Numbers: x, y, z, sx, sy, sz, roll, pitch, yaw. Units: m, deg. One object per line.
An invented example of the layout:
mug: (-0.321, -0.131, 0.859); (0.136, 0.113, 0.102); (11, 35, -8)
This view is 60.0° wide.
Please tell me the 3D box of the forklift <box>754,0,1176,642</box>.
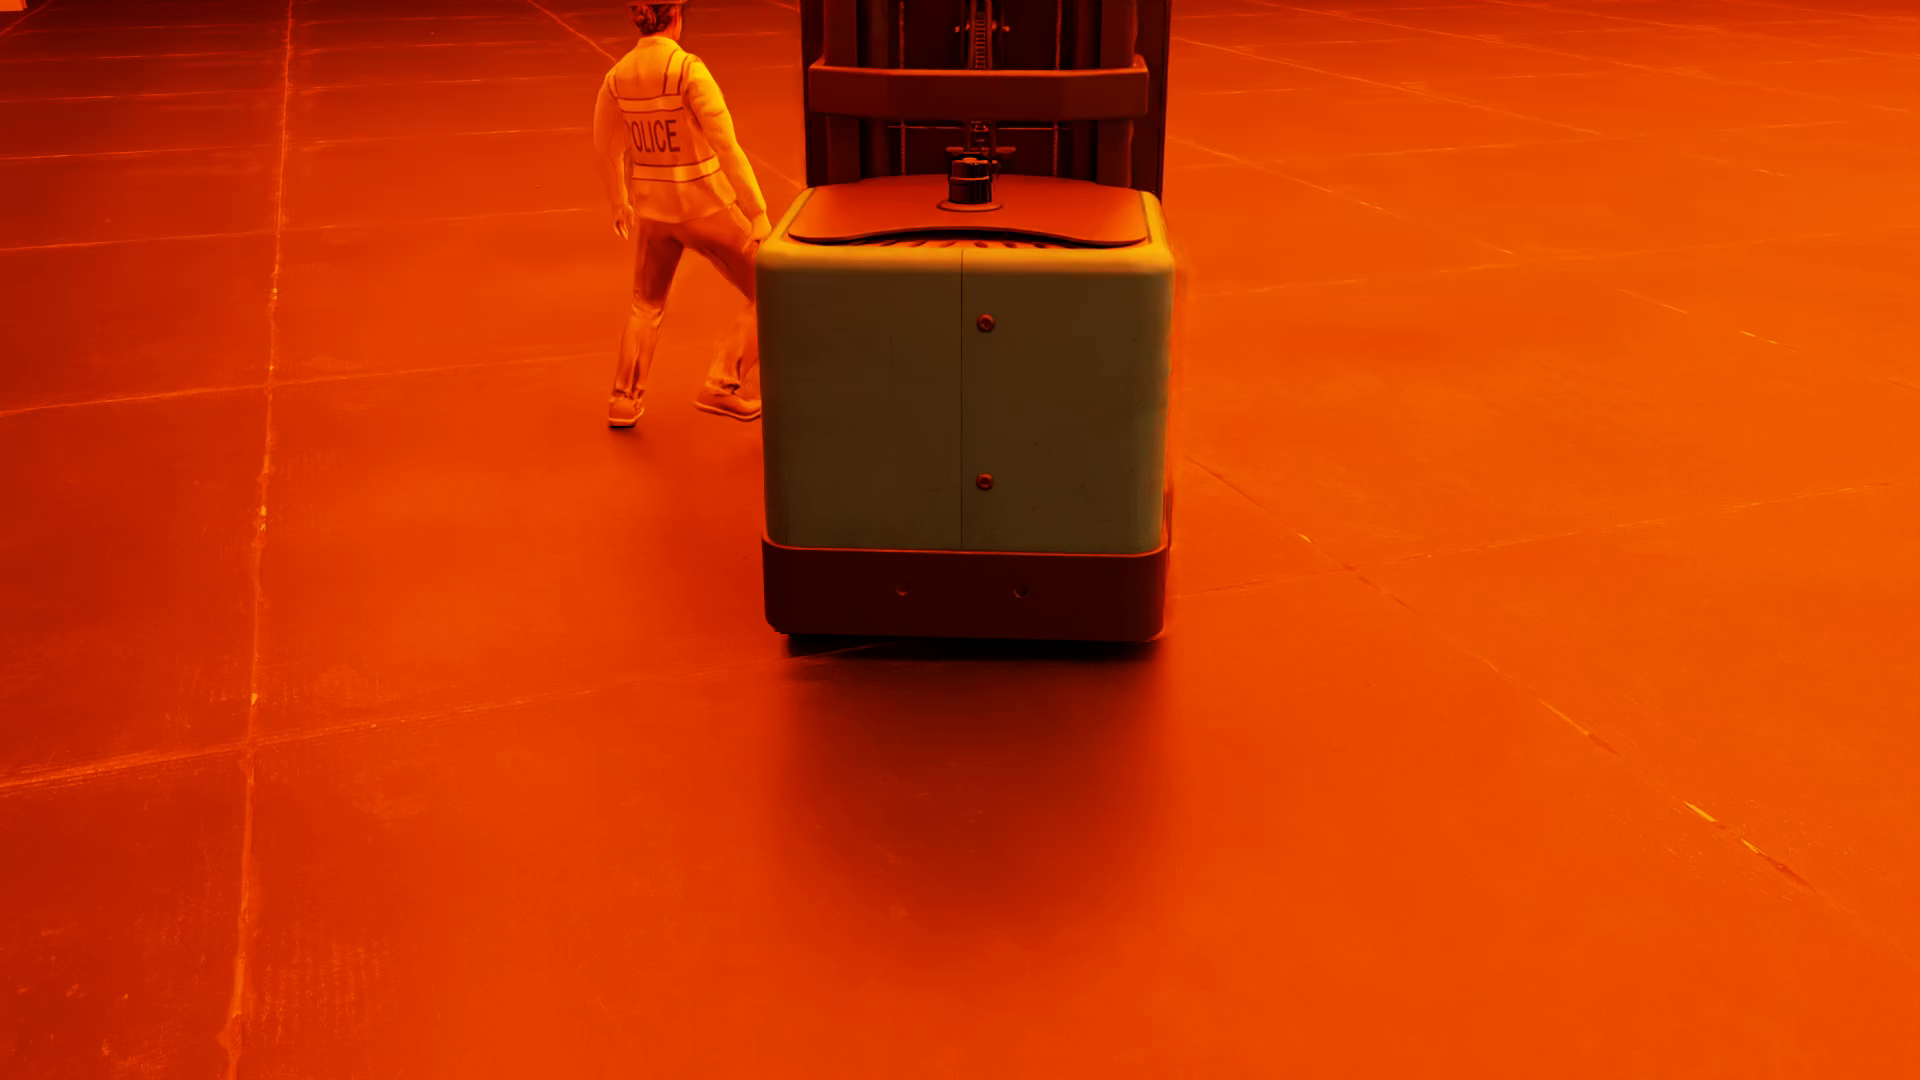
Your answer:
forklift: (0.089, -1.618, 5.146); (1.130, 2.935, 3.031); (1, 23, 3)

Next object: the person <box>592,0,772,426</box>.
person: (-0.952, -1.146, 5.791); (0.828, 1.585, 0.474); (14, 27, 31)
